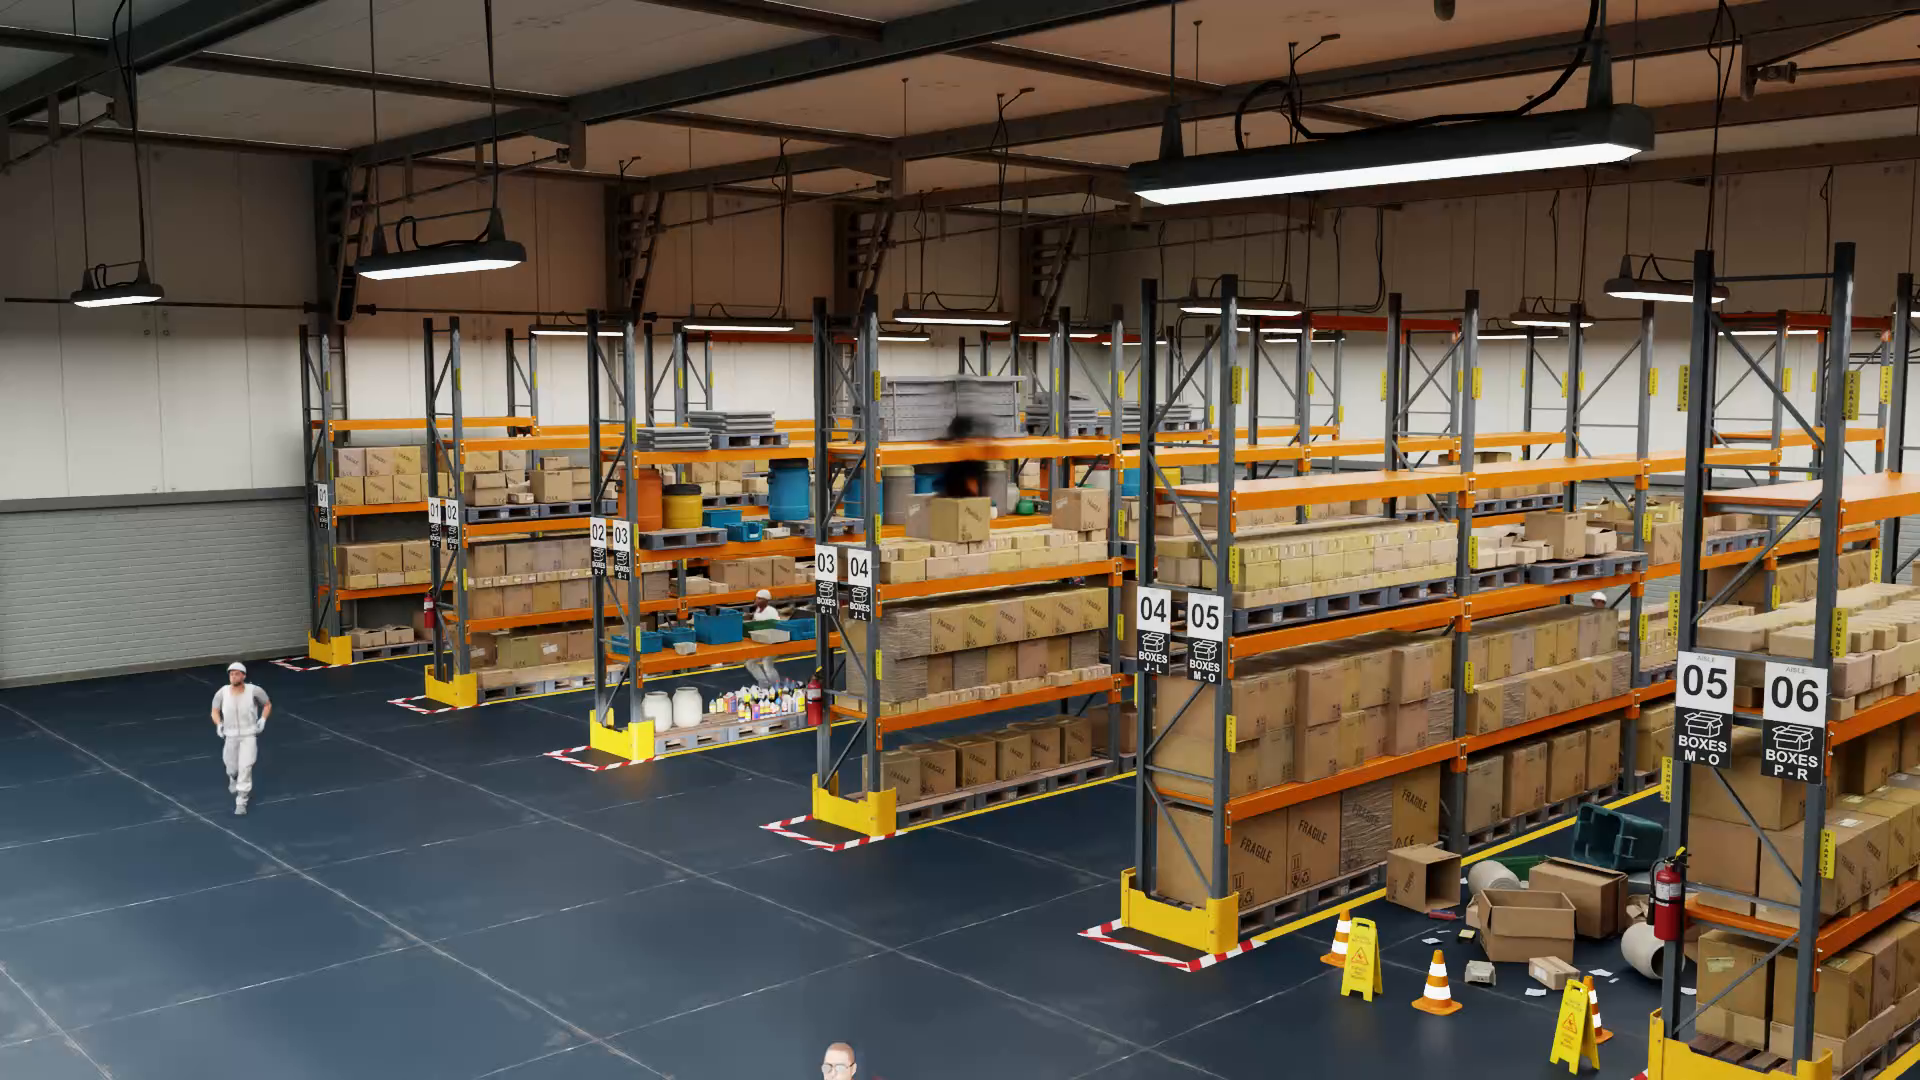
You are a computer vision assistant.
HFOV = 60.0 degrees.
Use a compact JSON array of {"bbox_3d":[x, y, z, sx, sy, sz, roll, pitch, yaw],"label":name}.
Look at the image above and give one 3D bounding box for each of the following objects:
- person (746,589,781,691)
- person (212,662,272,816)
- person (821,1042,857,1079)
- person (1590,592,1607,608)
[{"bbox_3d":[-3.095,1.648,26.210,0.671,1.753,0.697,-6,8,-44],"label":"person"},{"bbox_3d":[-8.501,2.313,19.704,0.661,1.771,0.783,-2,6,-15],"label":"person"},{"bbox_3d":[-0.596,3.460,8.642,0.674,1.688,0.551,1,6,5],"label":"person"},{"bbox_3d":[9.913,1.694,25.801,0.777,1.795,0.640,-5,8,-42],"label":"person"}]
